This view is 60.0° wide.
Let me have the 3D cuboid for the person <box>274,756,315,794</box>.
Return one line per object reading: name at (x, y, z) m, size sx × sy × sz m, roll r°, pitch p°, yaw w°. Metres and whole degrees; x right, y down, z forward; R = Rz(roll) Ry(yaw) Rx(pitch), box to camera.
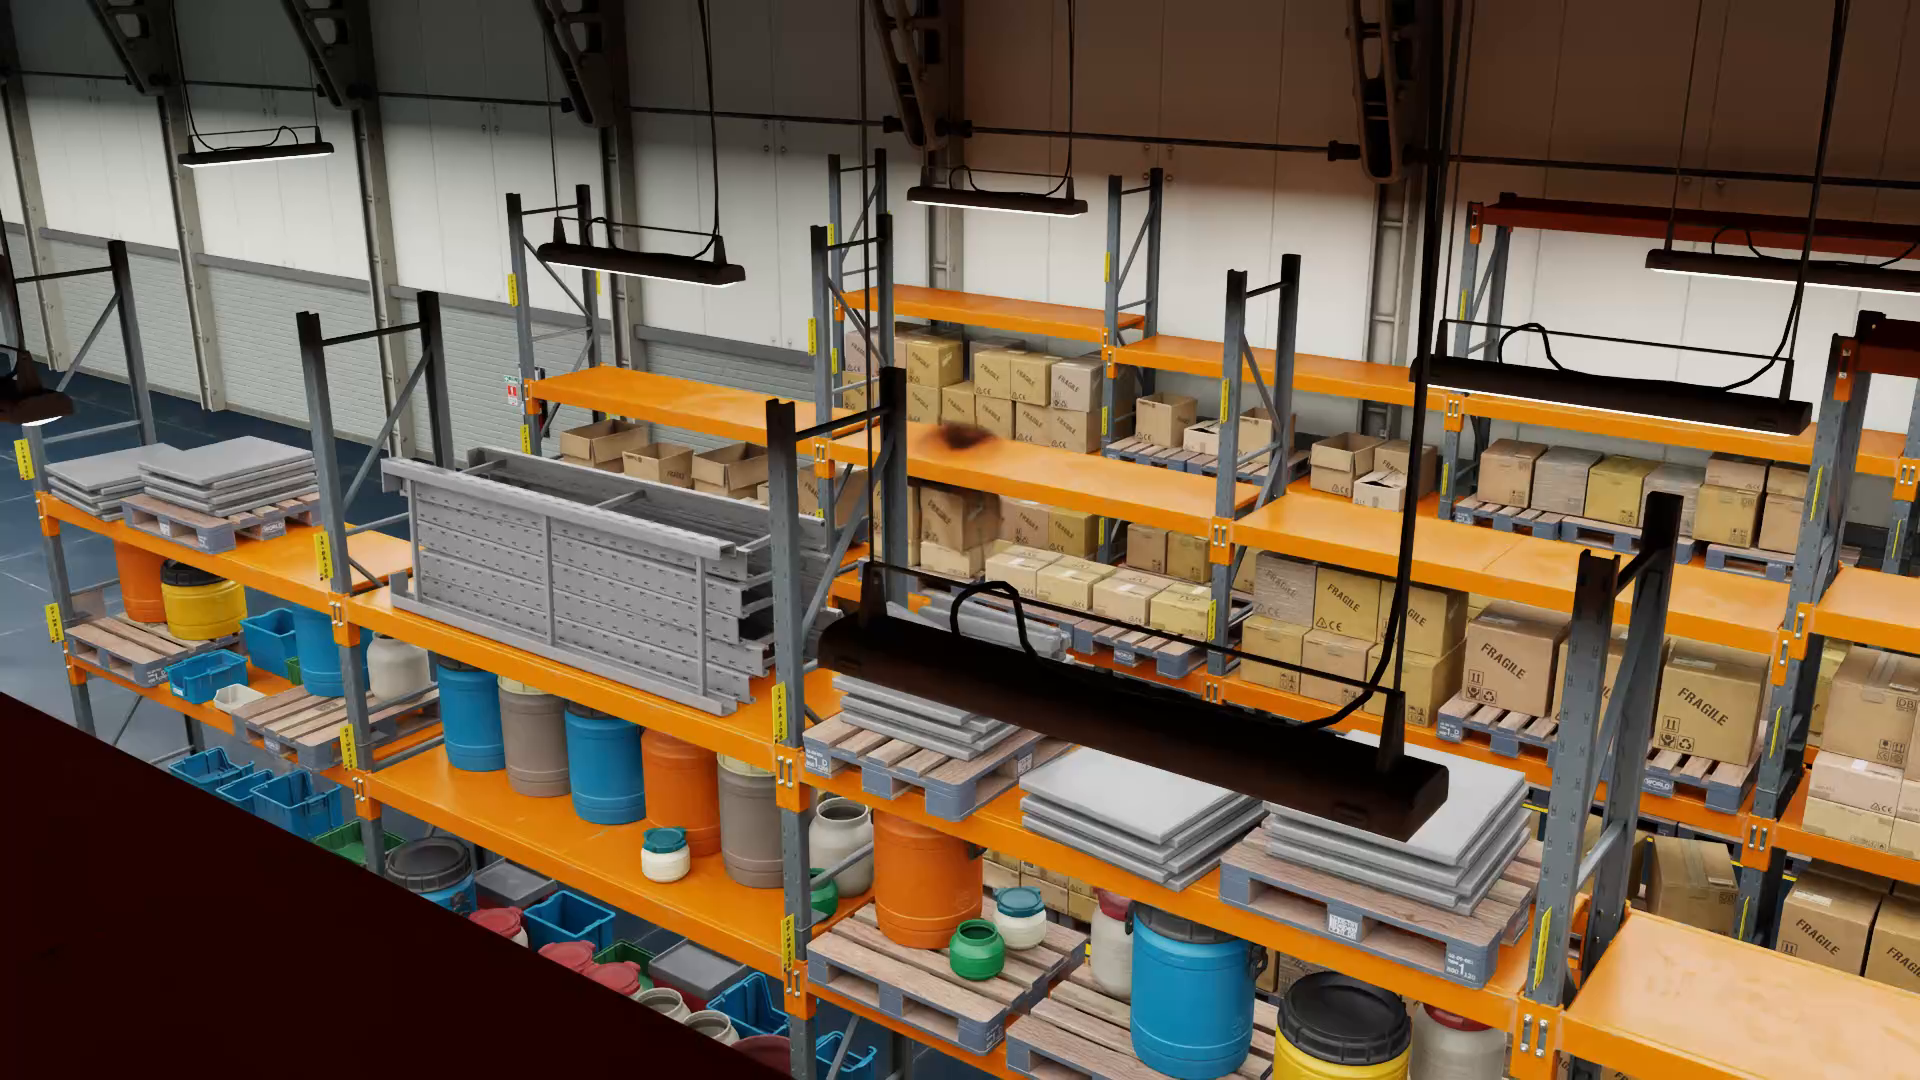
person at (-6.911, 1.843, 16.983) m, size 0.504 × 1.675 × 0.405 m, roll -8°, pitch 20°, yaw -21°
